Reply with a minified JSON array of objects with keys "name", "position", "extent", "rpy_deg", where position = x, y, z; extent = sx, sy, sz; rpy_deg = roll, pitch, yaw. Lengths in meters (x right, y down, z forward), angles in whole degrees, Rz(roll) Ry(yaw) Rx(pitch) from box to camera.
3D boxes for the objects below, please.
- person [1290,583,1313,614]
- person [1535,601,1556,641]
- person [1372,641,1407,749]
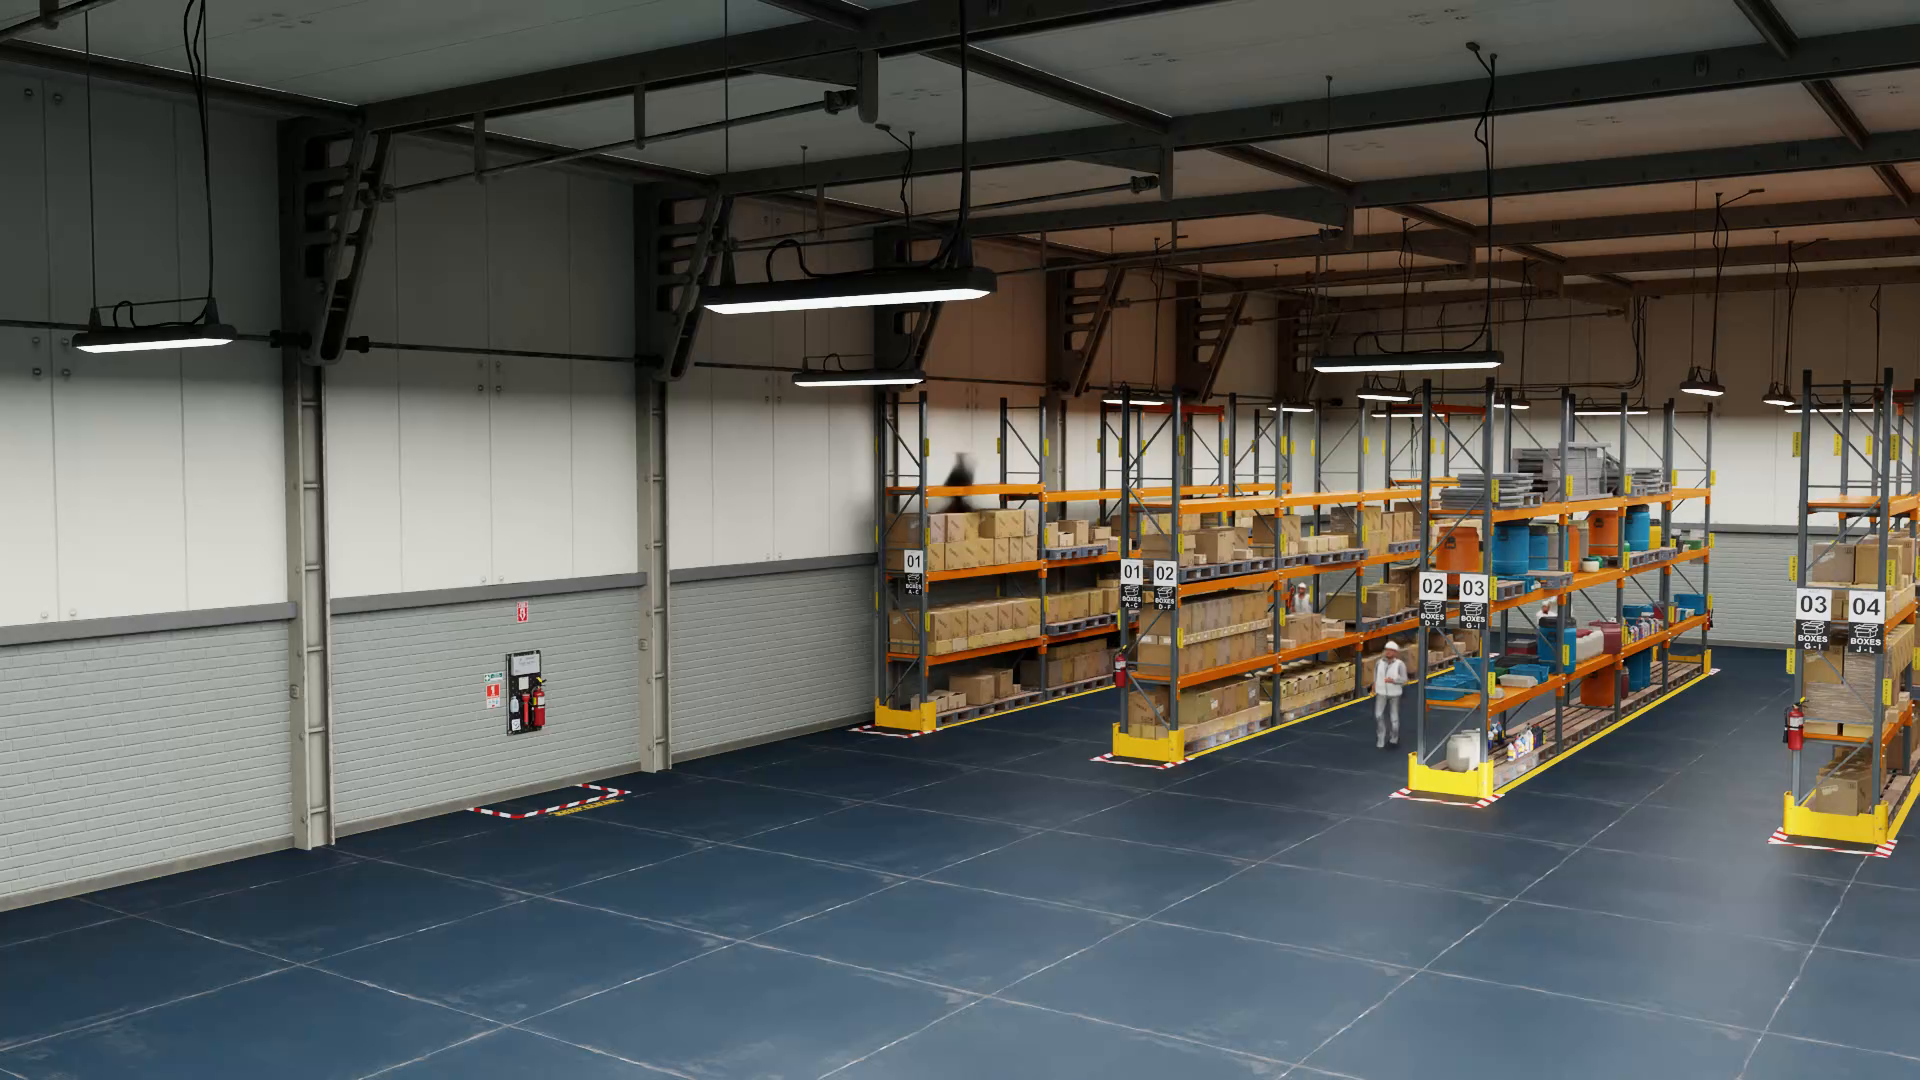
[{"name":"person","position":[8.312,1.905,40.301],"extent":[0.653,1.728,0.633],"rpy_deg":[2,4,30]},{"name":"person","position":[12.879,2.167,36.559],"extent":[0.505,1.683,0.800],"rpy_deg":[2,4,29]},{"name":"person","position":[7.133,2.587,27.662],"extent":[0.612,1.800,0.725],"rpy_deg":[1,3,24]}]
